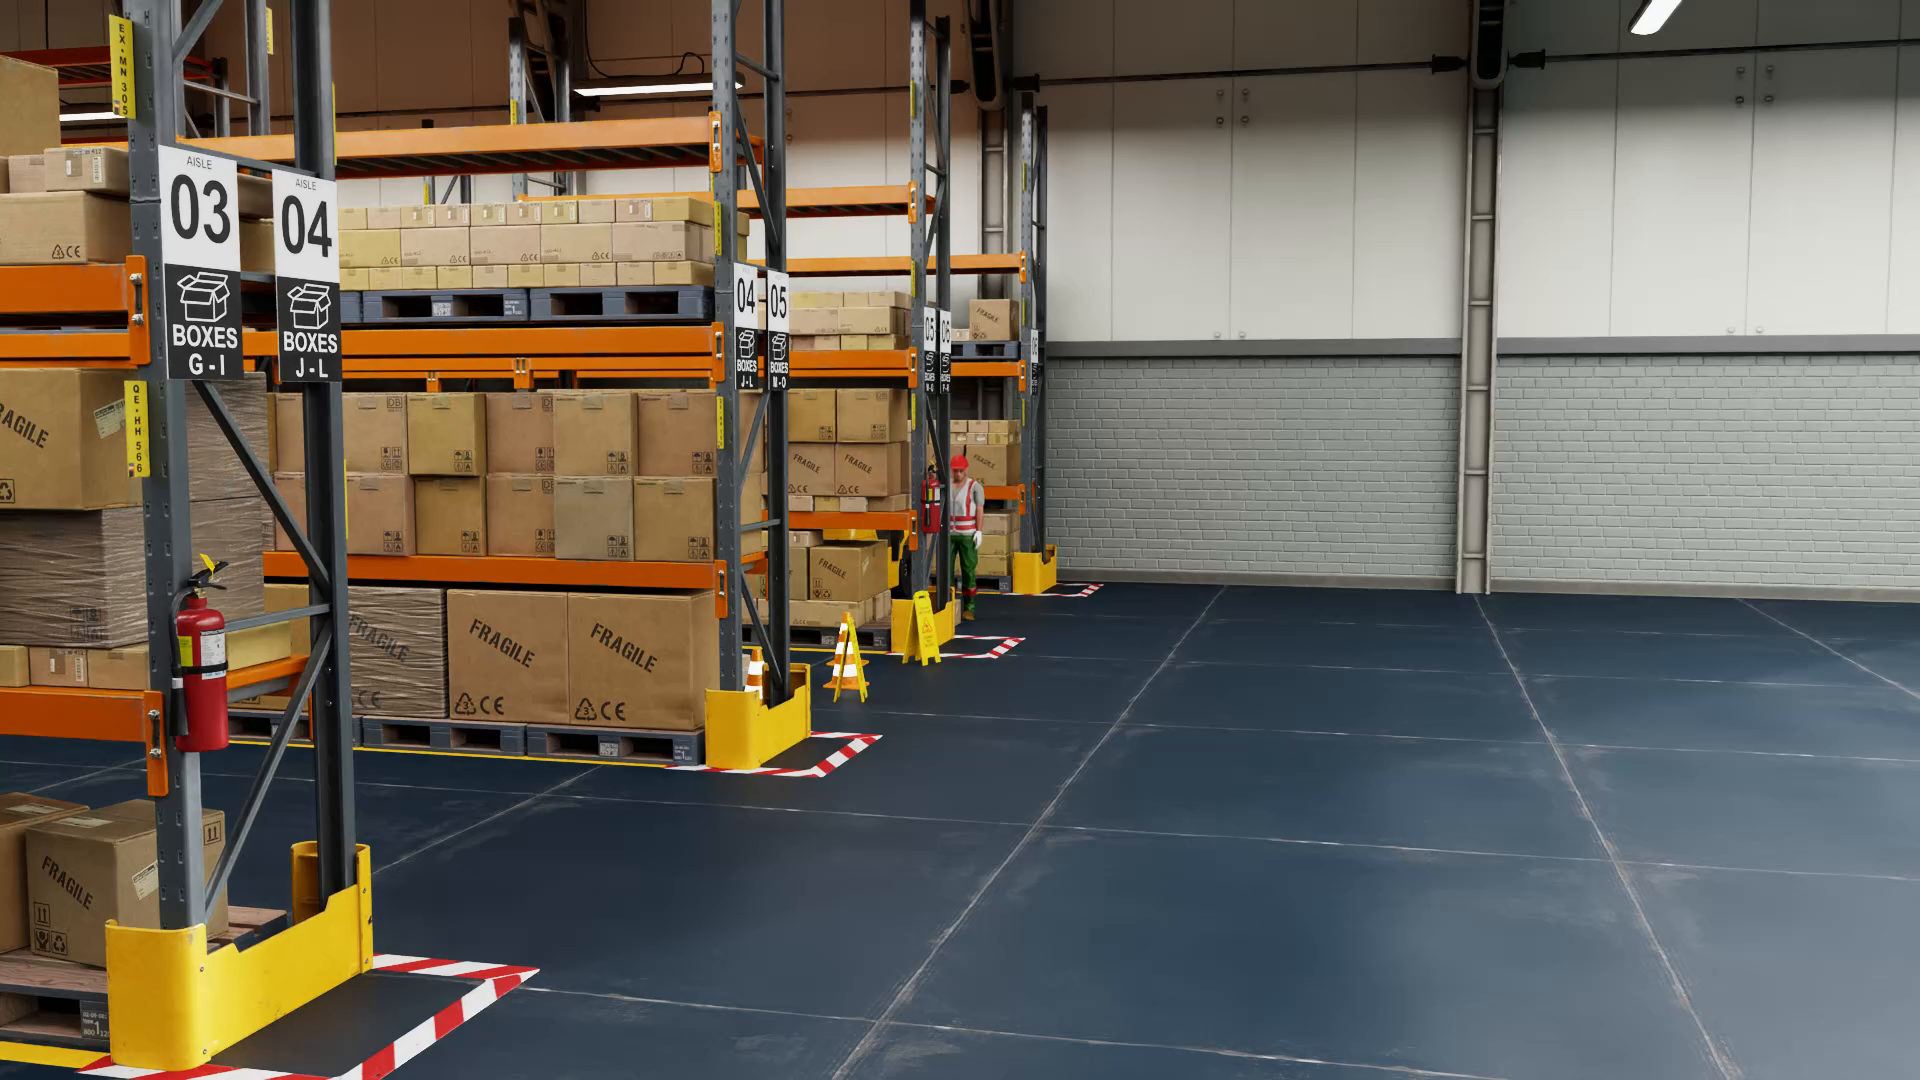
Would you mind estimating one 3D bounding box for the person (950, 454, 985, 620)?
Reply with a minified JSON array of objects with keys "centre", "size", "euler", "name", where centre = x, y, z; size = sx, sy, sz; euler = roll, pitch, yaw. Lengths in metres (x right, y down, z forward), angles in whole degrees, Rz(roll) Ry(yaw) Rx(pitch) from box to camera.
[{"centre":[-0.007,-0.037,17.843],"size":[0.529,1.775,0.361],"euler":[1,5,15],"name":"person"}]
